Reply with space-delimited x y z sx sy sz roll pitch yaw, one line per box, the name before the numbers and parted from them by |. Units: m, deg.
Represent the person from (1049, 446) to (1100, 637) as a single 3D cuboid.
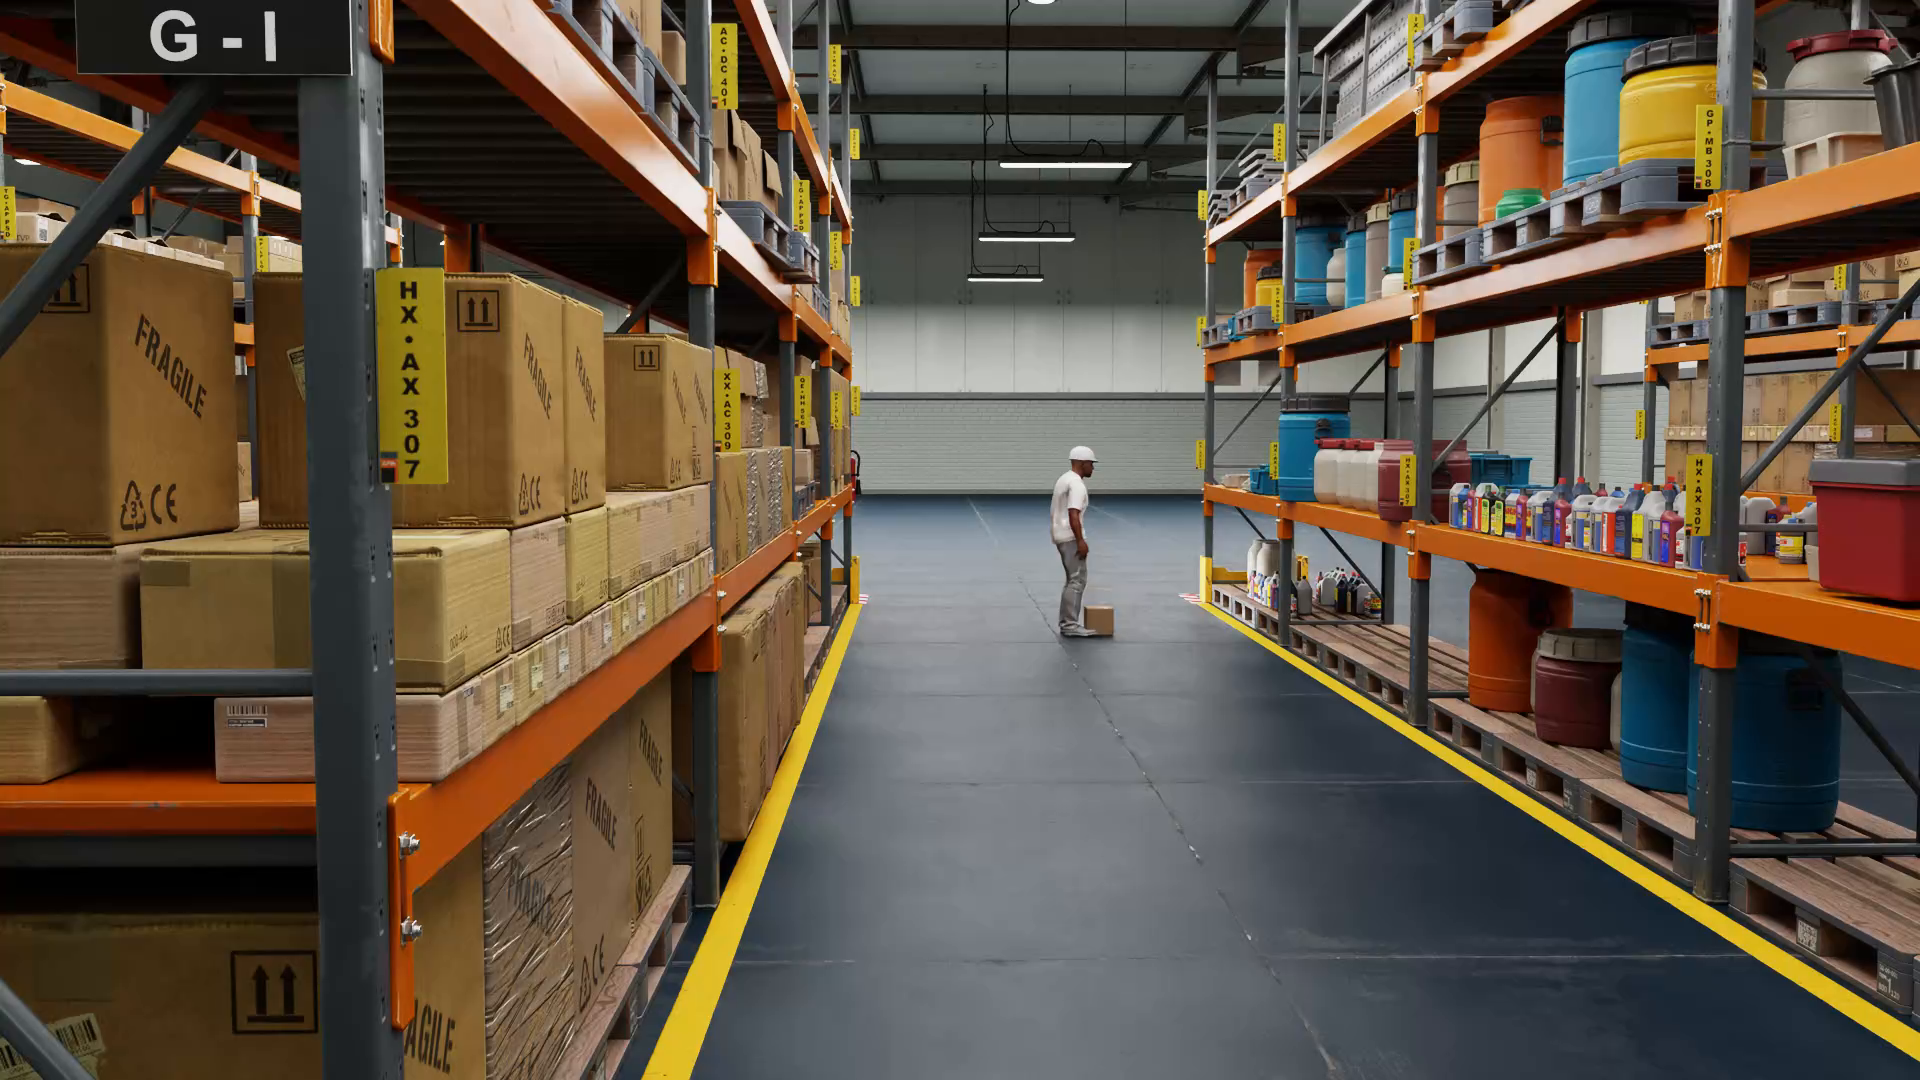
person | 1.077 0.004 15.552 0.462 1.759 0.633 0 4 -5
